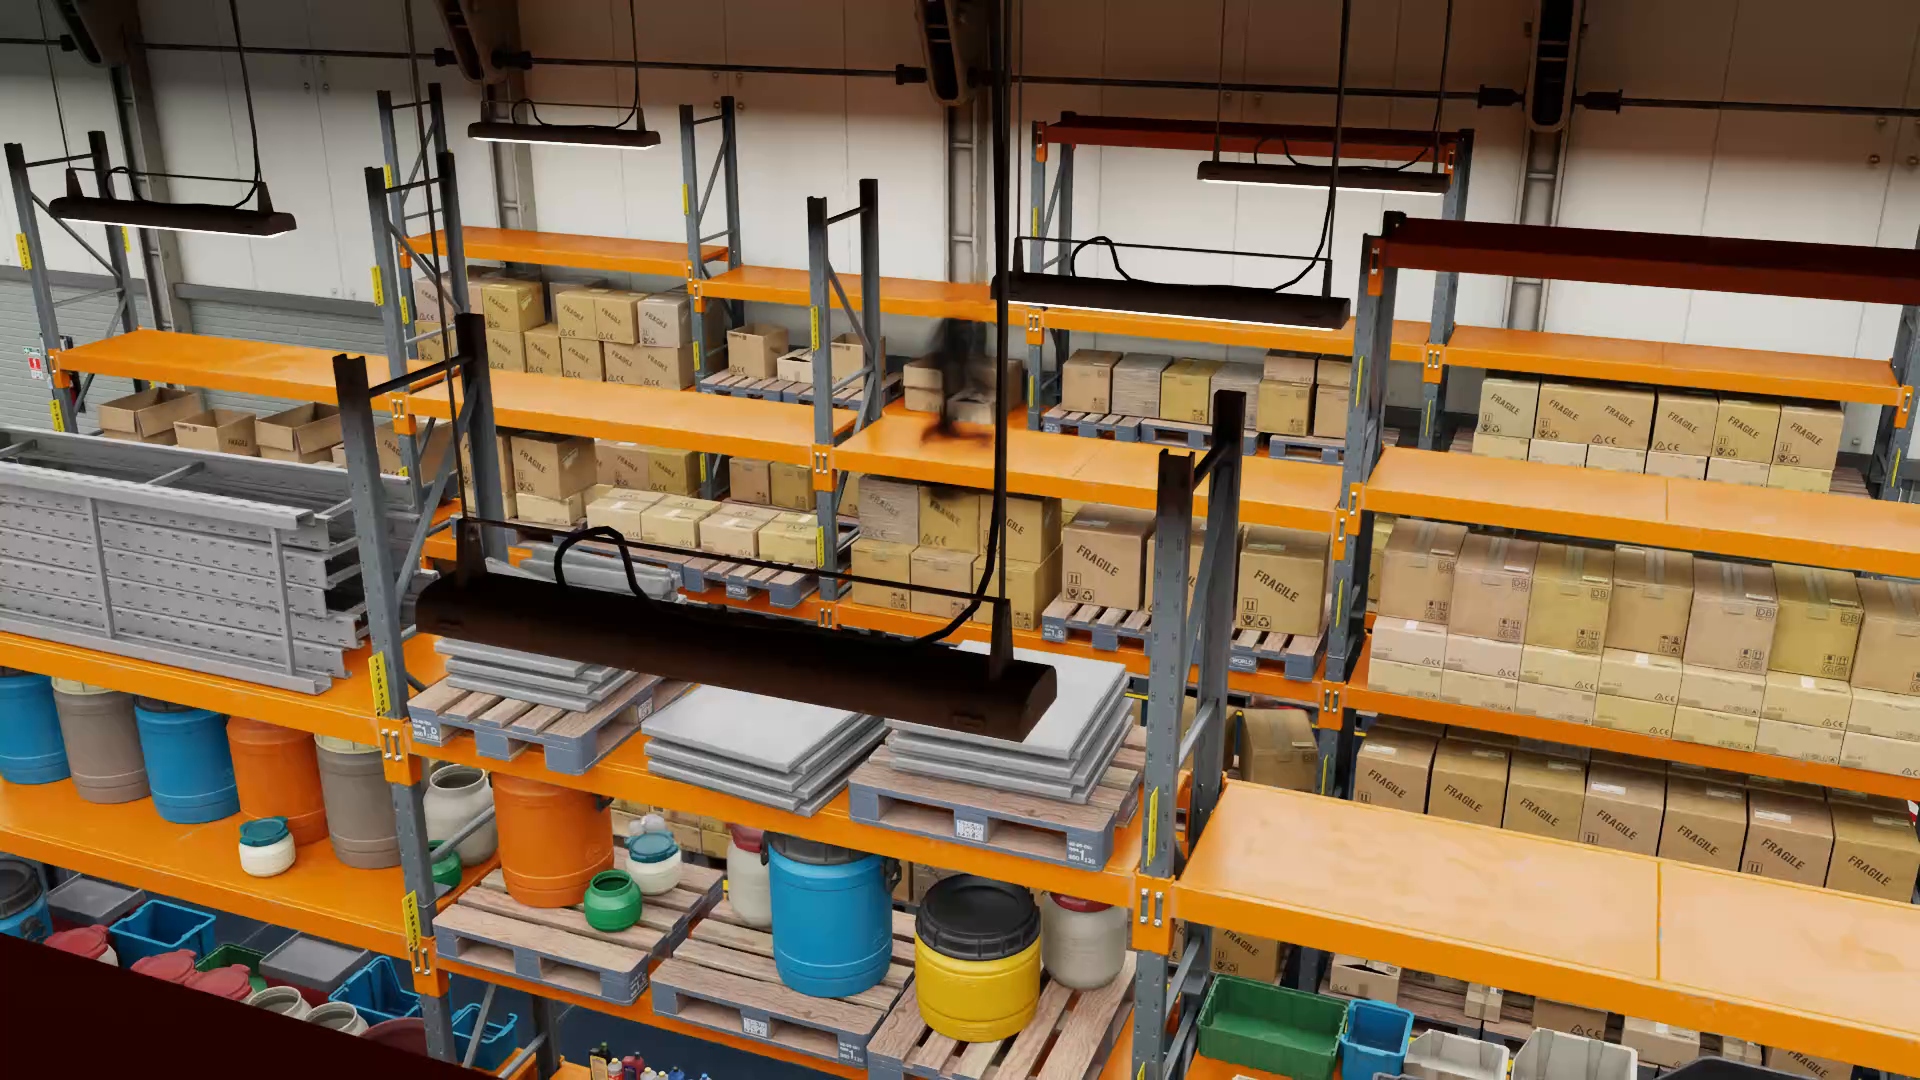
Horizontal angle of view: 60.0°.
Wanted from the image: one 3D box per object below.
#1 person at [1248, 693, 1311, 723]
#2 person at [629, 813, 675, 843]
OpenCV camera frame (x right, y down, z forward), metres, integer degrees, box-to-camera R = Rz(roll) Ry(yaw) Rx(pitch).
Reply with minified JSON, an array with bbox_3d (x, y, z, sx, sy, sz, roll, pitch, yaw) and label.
[{"bbox_3d":[2.966,2.162,14.490,1.021,1.695,0.704,10,23,25],"label":"person"},{"bbox_3d":[-2.250,2.866,12.583,0.778,1.758,0.574,5,22,14],"label":"person"}]
